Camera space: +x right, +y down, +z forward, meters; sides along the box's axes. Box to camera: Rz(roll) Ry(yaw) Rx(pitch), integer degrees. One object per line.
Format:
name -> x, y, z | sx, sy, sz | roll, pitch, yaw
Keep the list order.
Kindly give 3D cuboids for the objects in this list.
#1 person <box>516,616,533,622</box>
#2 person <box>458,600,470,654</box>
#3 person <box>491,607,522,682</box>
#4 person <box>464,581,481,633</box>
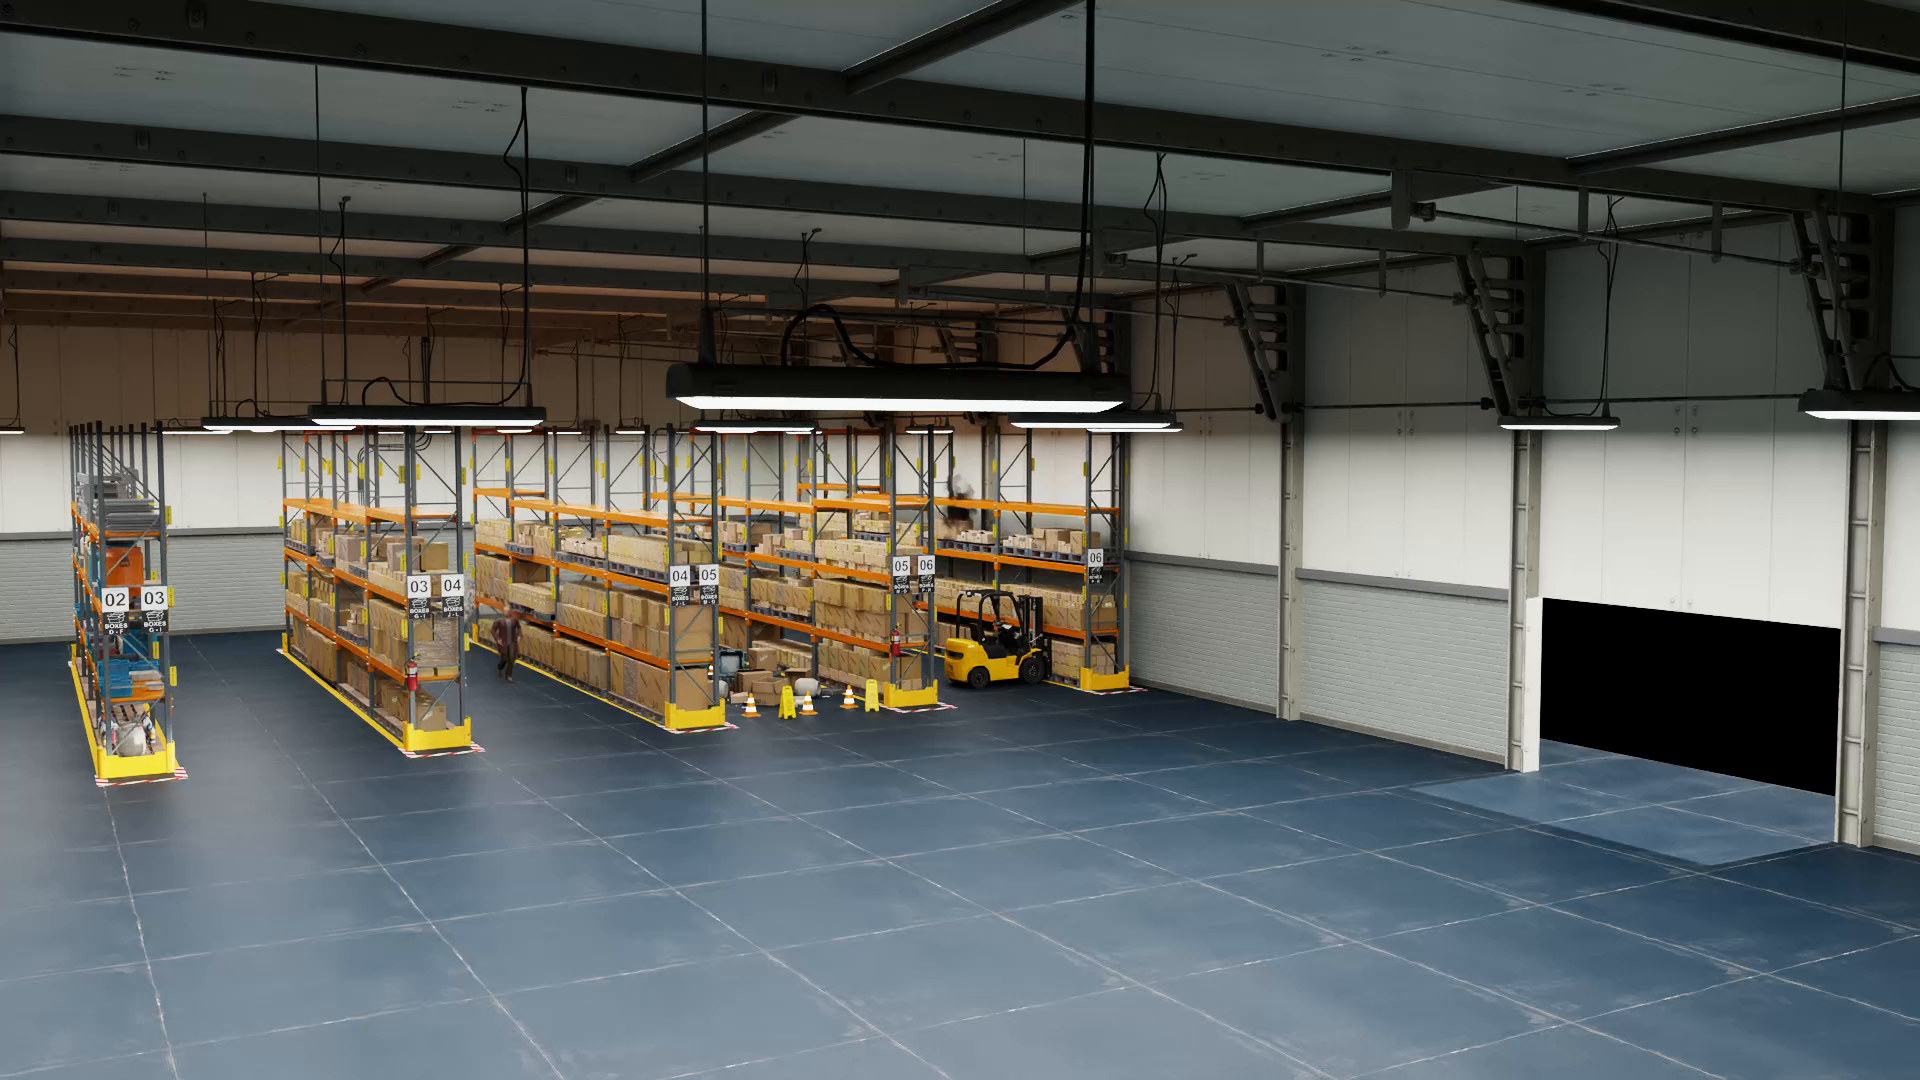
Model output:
person -> -12.782, 1.903, 48.704 | 0.707, 1.684, 0.544 | -2, 4, -30
person -> -13.072, 2.174, 43.251 | 0.662, 1.745, 0.597 | -2, 4, -27
person -> -10.656, 2.439, 39.131 | 0.736, 1.755, 0.683 | -2, 4, -31
person -> -14.030, 1.974, 47.895 | 0.695, 1.633, 0.748 | -2, 4, -27
